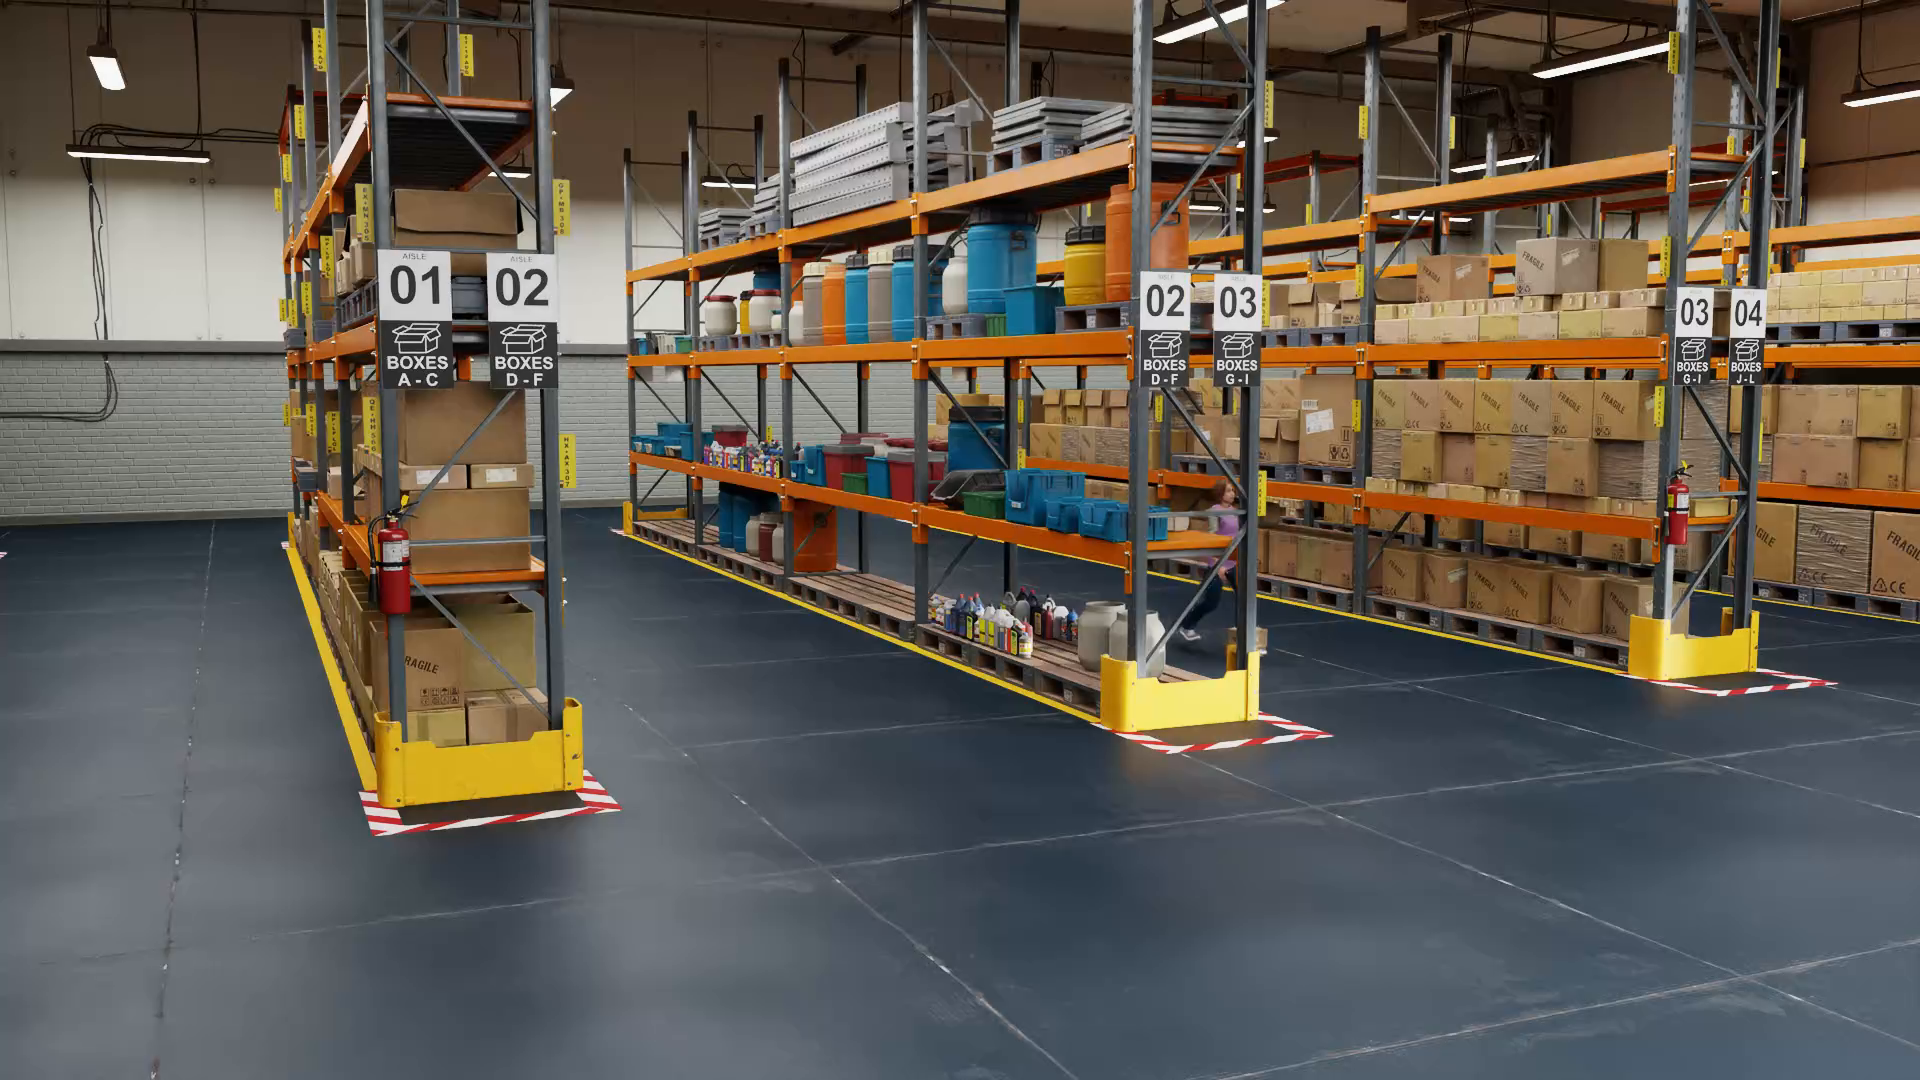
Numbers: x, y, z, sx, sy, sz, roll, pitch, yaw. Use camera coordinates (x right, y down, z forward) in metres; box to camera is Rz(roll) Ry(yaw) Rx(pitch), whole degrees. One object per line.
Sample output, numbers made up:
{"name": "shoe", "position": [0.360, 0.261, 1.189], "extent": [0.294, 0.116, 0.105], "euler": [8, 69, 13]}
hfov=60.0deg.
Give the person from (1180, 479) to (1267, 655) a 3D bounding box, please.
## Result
{"name": "person", "position": [2.364, 0.224, 14.893], "extent": [0.429, 1.545, 0.931], "euler": [-4, 7, -35]}
